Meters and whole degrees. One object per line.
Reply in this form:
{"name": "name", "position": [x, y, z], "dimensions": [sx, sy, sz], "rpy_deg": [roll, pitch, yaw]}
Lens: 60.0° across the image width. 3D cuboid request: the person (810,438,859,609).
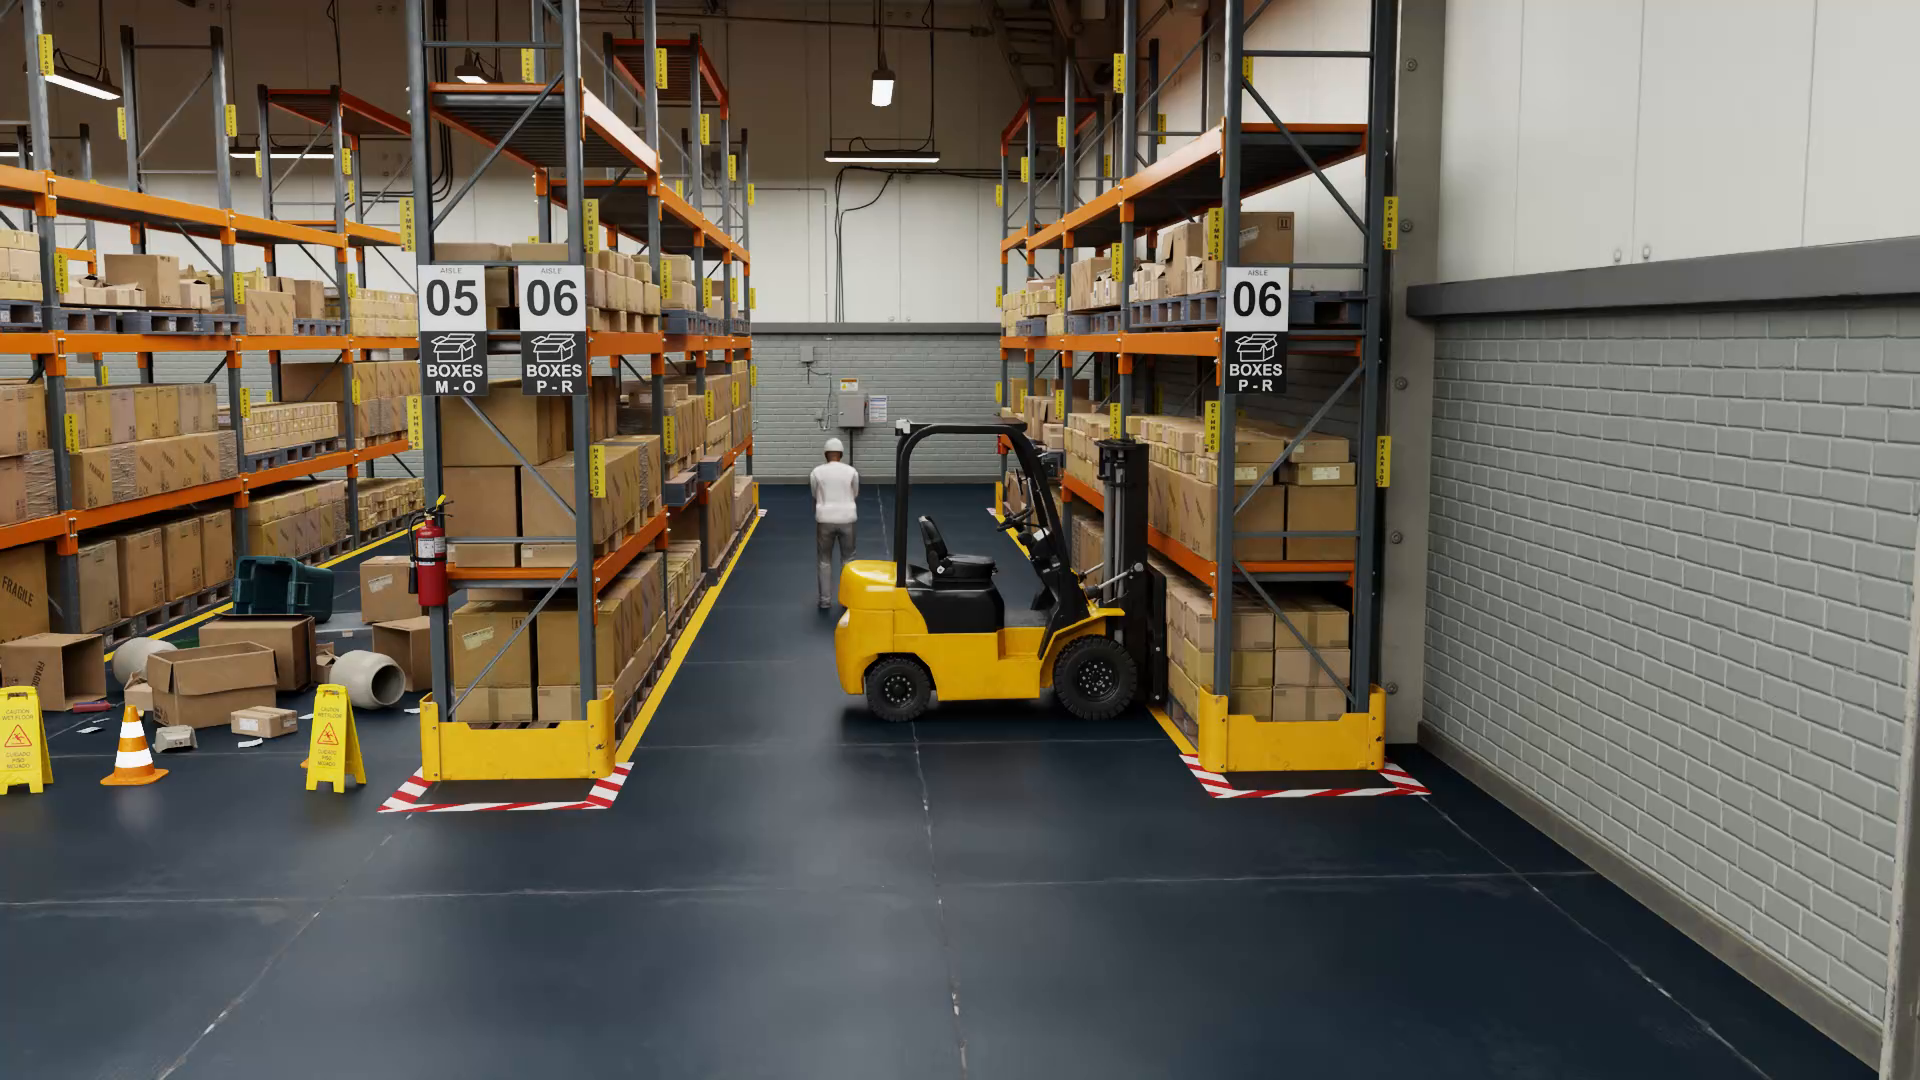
{"name": "person", "position": [-1.299, -0.186, 17.249], "dimensions": [0.503, 1.752, 0.586], "rpy_deg": [-1, 7, -5]}
